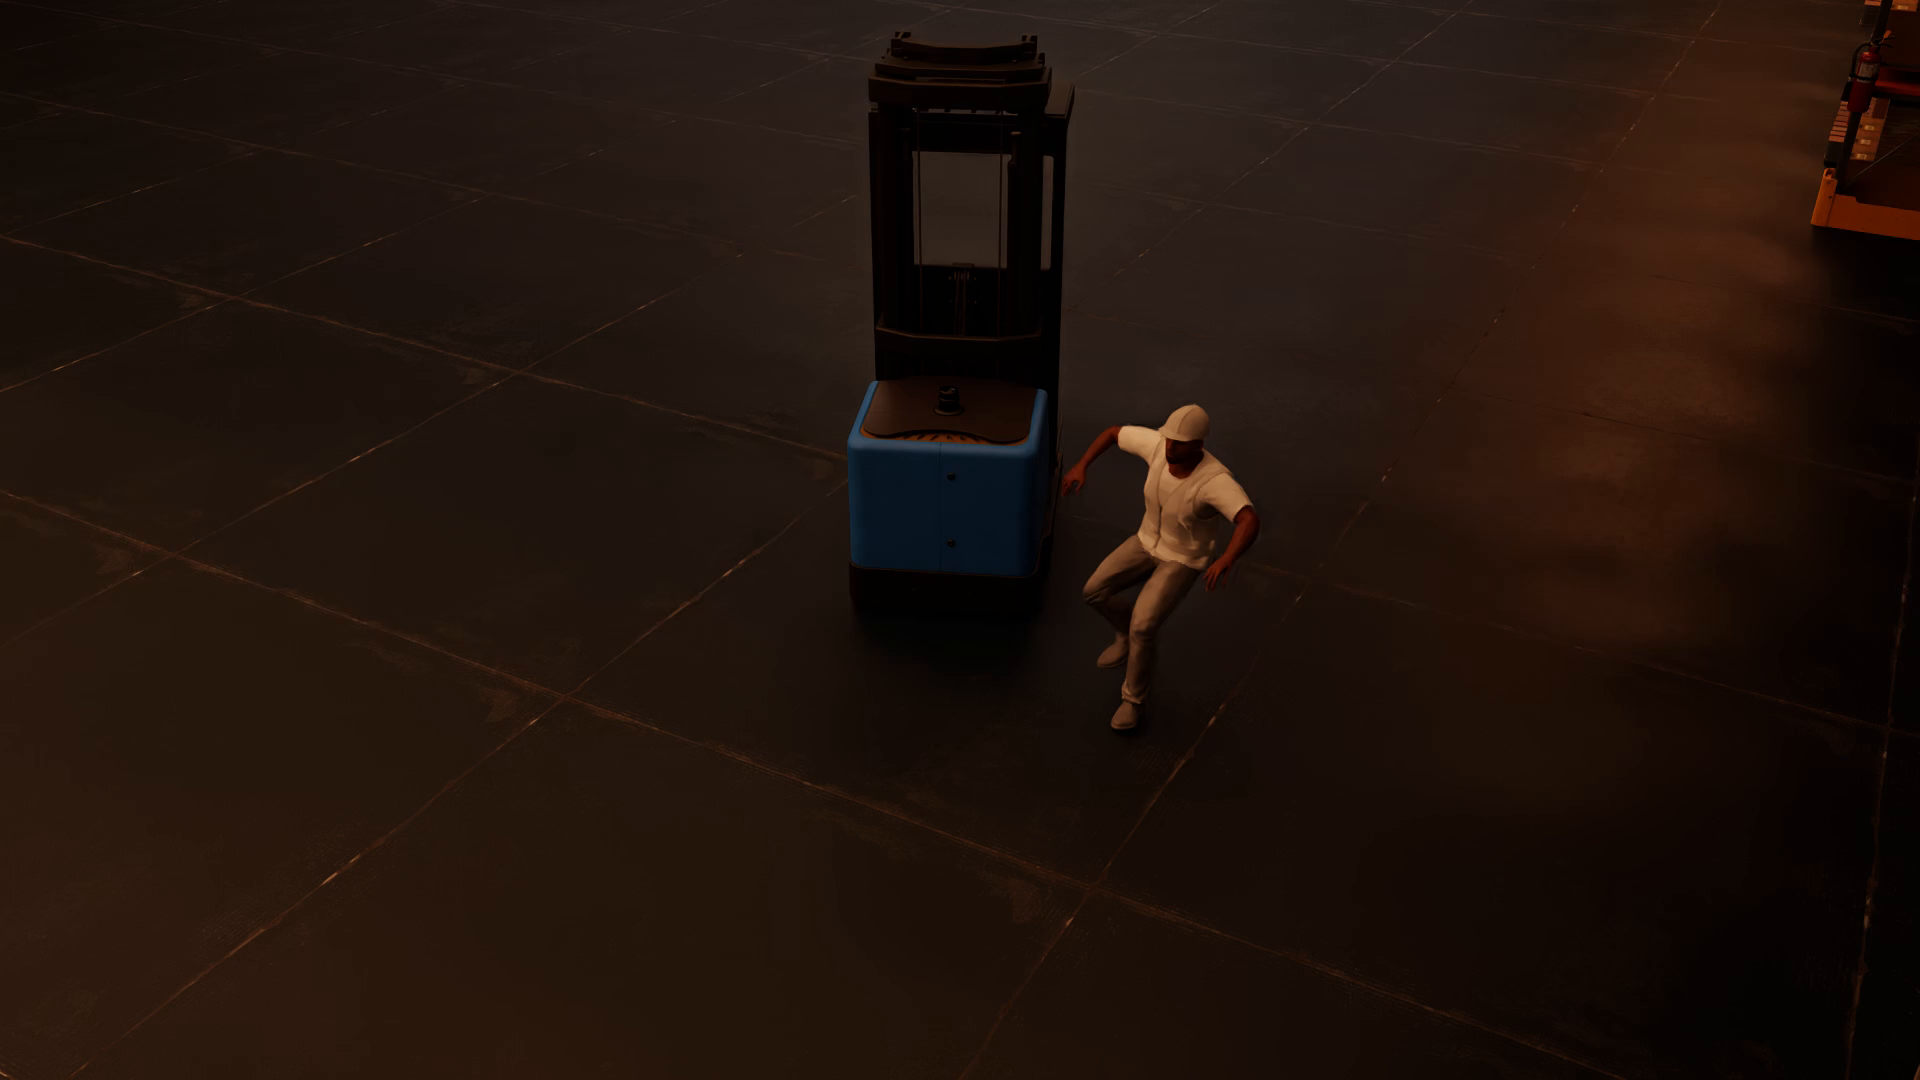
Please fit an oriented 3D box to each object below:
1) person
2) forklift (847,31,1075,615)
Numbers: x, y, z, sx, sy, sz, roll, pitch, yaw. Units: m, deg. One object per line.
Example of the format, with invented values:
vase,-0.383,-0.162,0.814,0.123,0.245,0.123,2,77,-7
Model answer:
person,0.933,0.093,8.292,0.823,1.565,1.205,-23,37,-34
forklift,0.072,-1.572,9.794,1.130,2.935,3.031,3,30,6
